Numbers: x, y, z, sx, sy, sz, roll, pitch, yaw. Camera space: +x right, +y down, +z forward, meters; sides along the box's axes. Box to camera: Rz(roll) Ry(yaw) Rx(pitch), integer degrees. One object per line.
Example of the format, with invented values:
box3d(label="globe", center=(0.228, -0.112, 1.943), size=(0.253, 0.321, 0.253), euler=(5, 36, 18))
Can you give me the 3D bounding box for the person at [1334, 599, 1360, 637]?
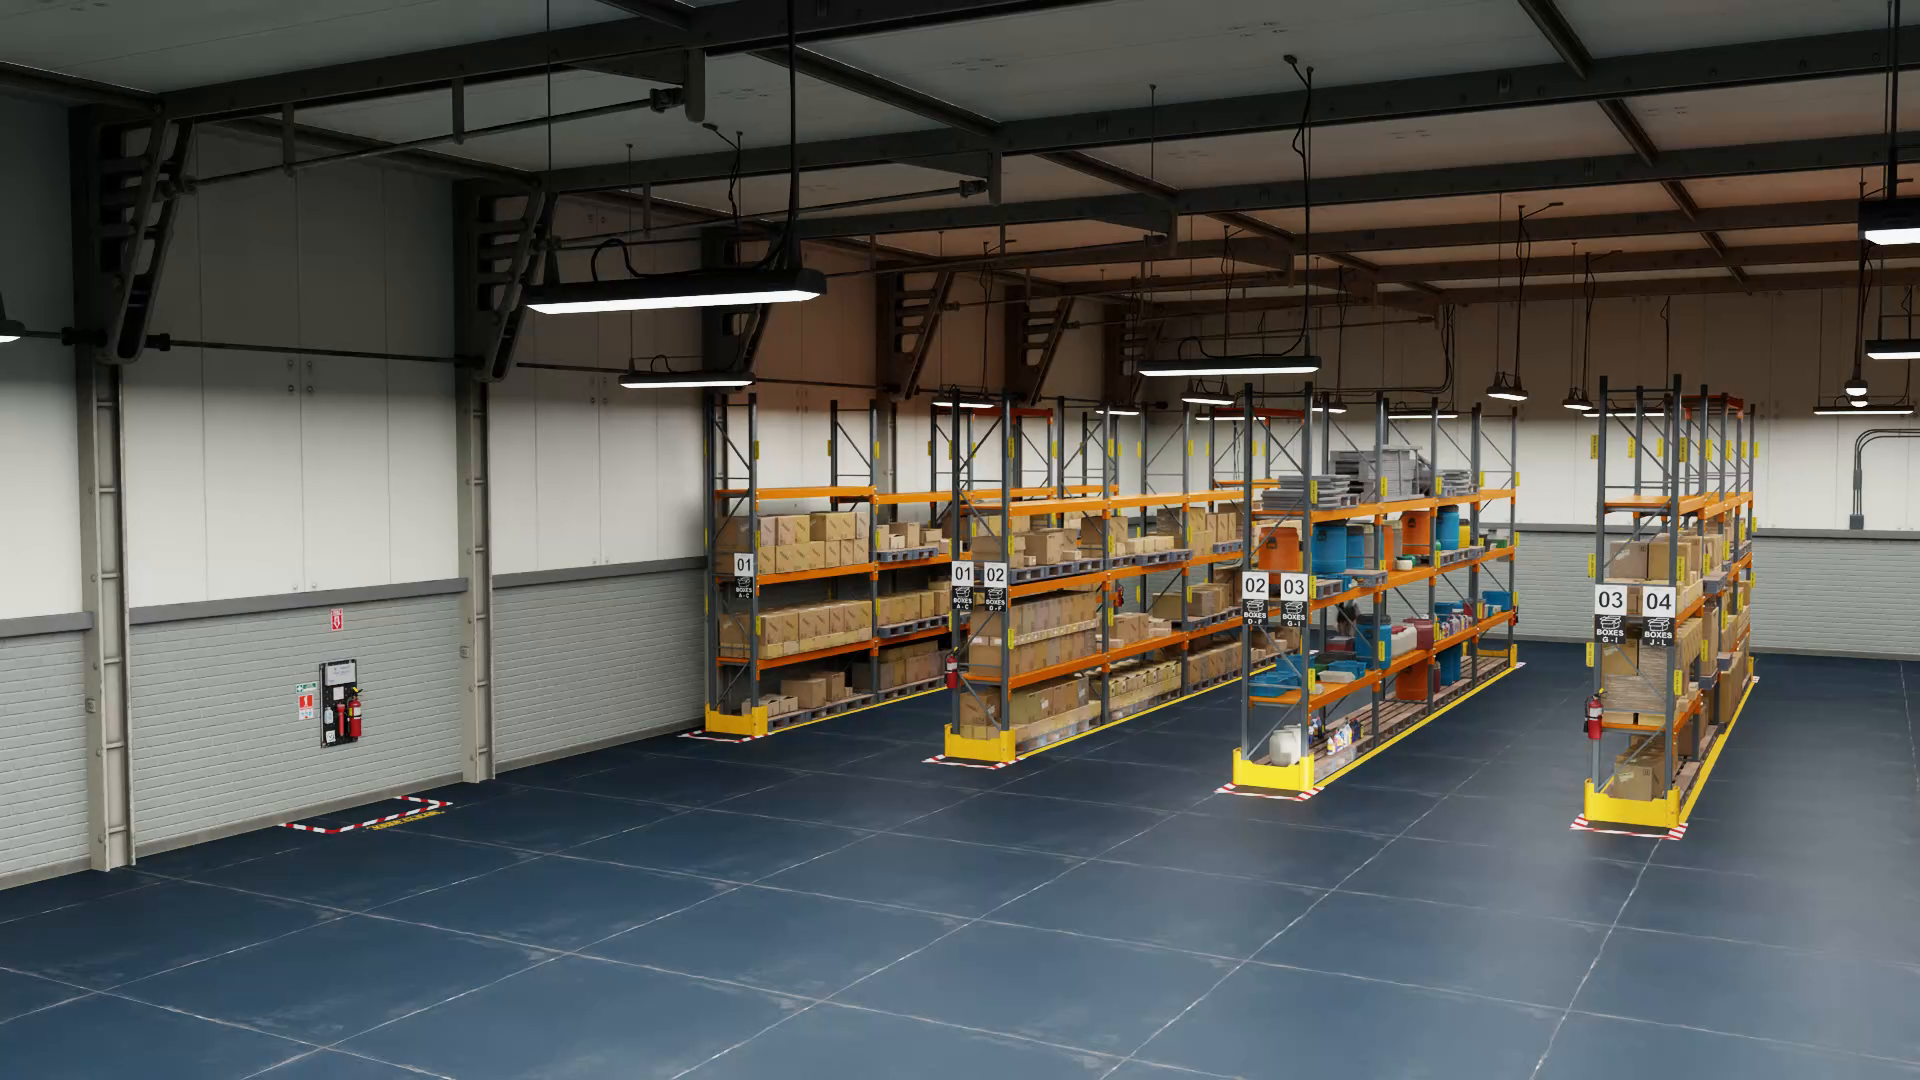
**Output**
box3d(label="person", center=(9.316, 1.996, 39.960), size=(0.627, 1.671, 0.984), euler=(1, 3, 16))
